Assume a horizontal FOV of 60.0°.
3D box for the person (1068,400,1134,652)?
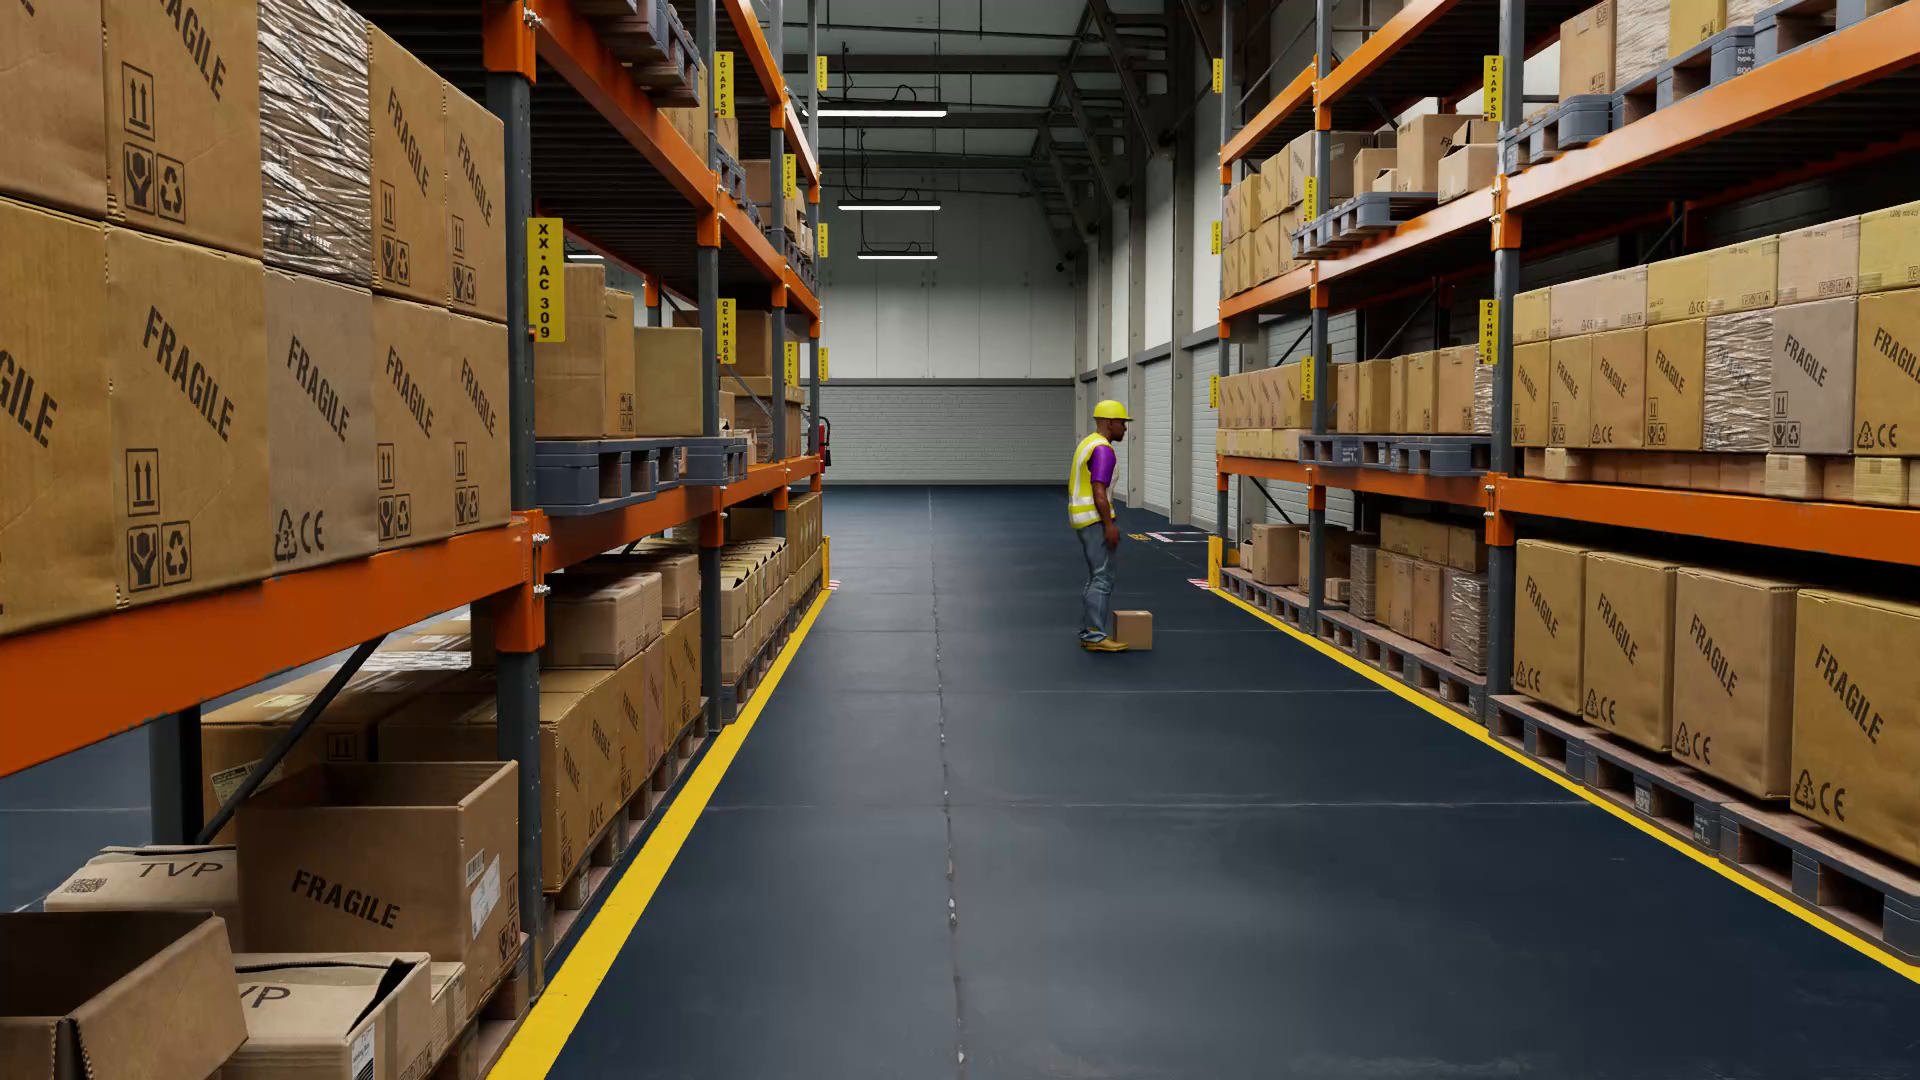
[{"bbox_3d":[1.005,-0.108,11.792,0.454,1.757,0.638,0,4,-2],"label":"person"}]
